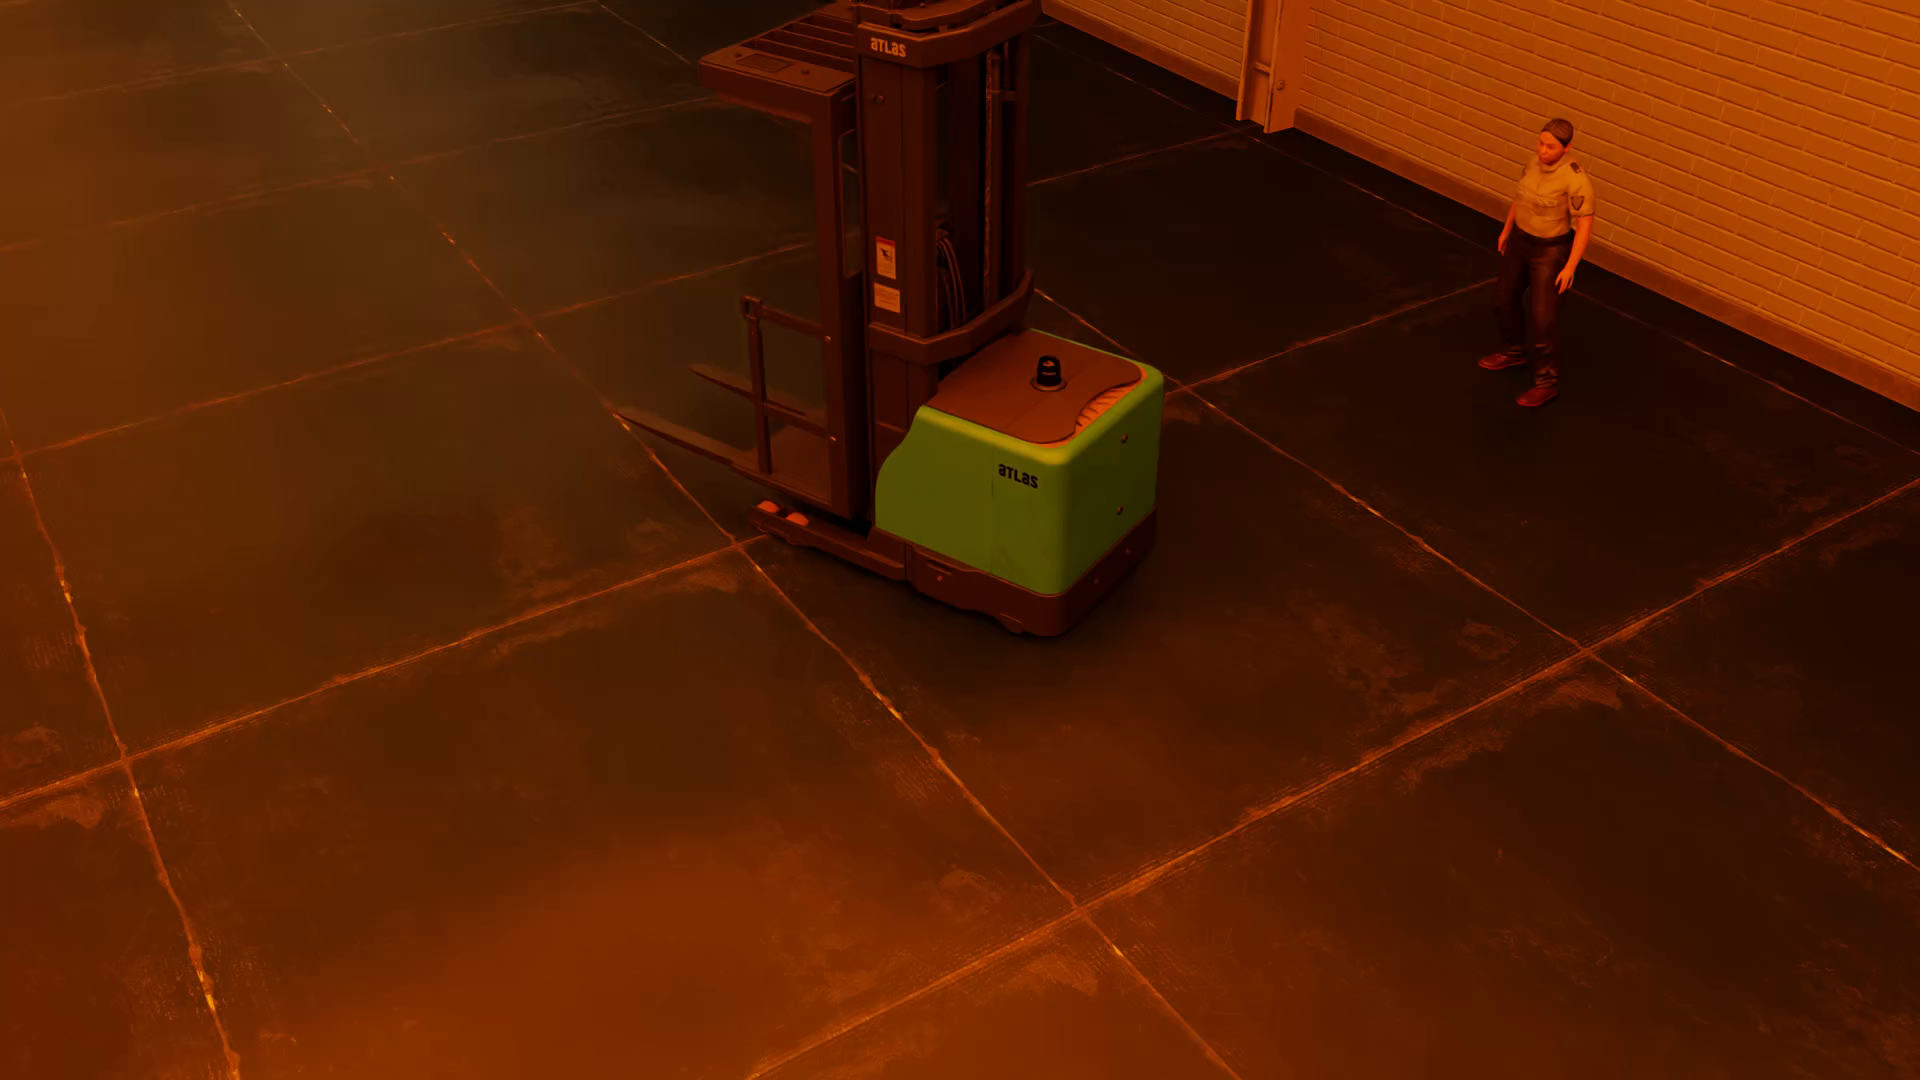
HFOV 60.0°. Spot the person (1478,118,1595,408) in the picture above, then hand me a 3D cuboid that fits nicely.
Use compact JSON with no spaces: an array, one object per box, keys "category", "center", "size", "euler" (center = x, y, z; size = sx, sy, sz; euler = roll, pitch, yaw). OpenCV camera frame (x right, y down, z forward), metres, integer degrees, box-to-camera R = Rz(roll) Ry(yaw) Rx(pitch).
[{"category":"person","center":[3.356,-1.655,9.638],"size":[0.402,1.632,0.704],"euler":[-15,38,-20]}]

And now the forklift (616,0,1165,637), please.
[{"category":"forklift","center":[-0.500,-1.399,8.138],"size":[3.031,2.935,1.130],"euler":[22,41,28]}]
